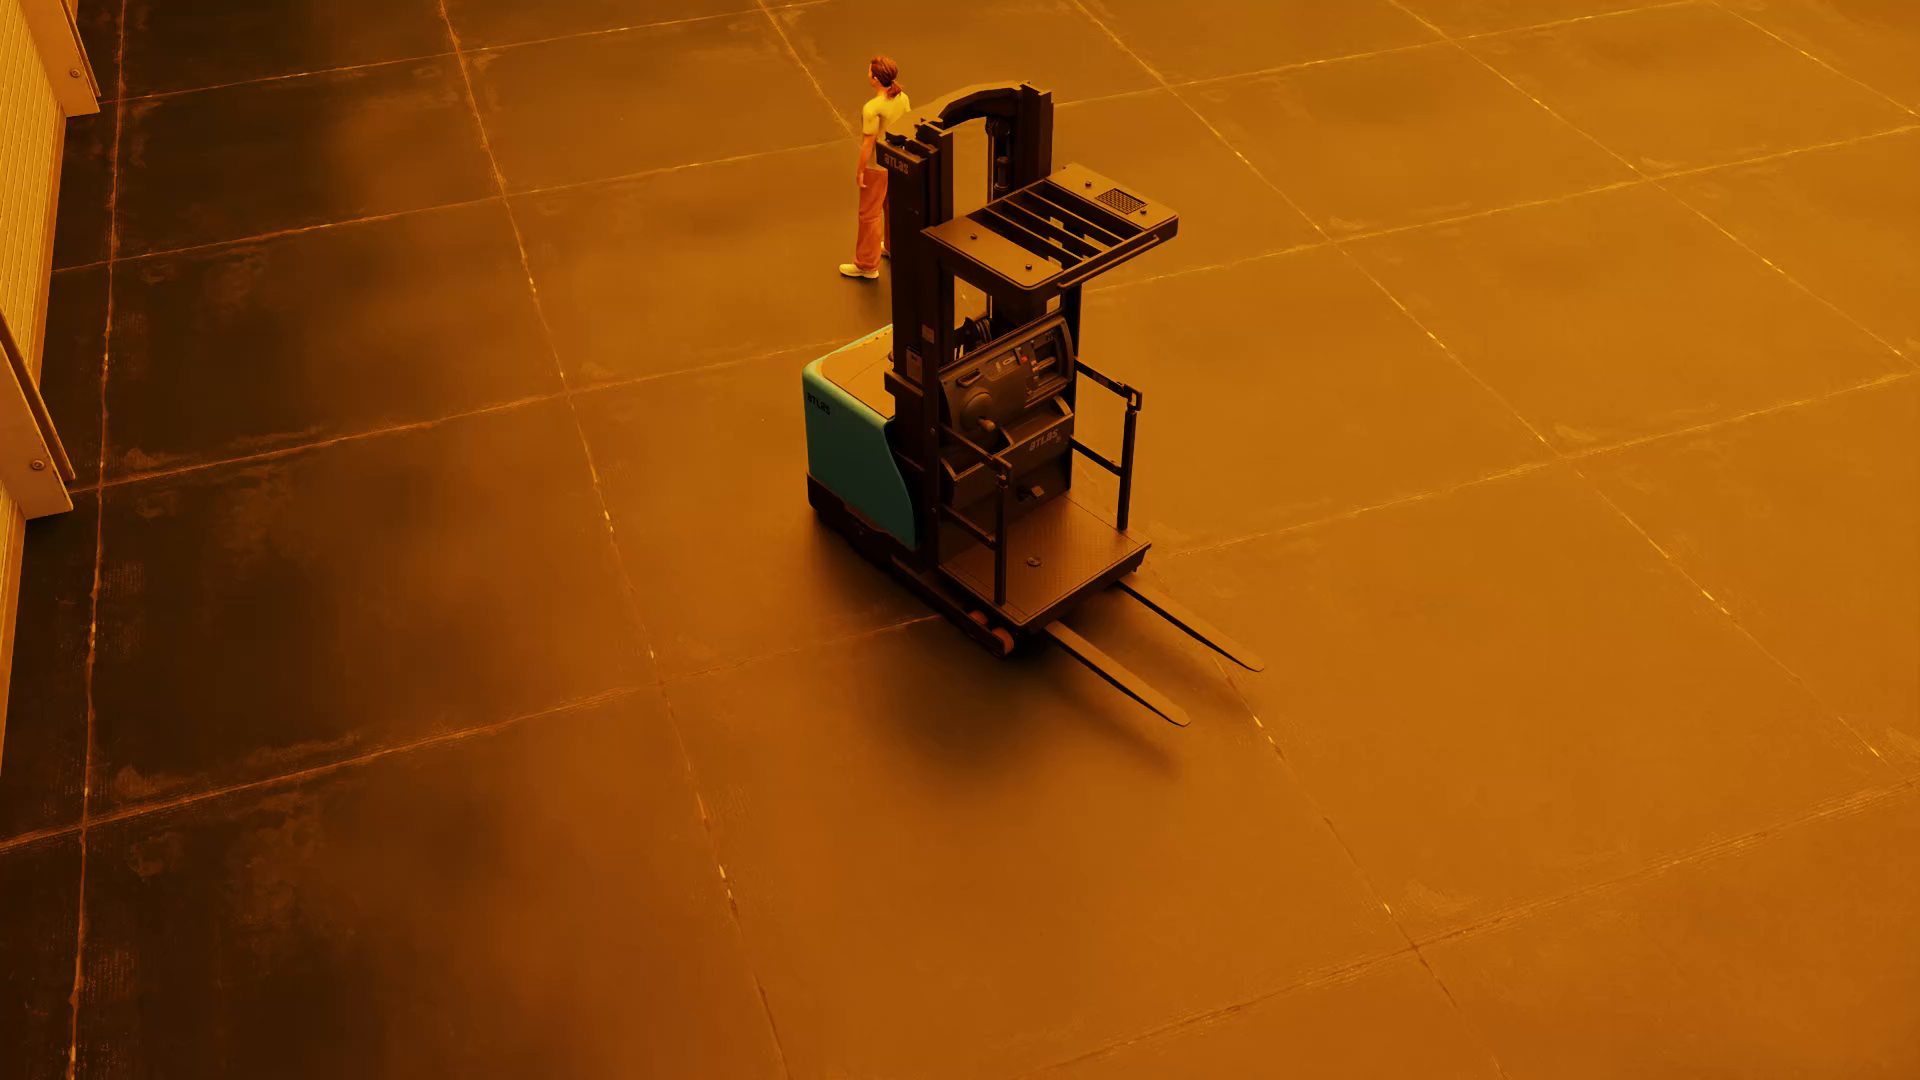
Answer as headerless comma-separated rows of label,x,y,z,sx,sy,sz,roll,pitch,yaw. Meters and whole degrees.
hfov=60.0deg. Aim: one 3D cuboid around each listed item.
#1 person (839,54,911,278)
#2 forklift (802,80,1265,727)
person,-0.600,-2.761,12.263,0.402,1.675,0.596,24,46,26
forklift,0.409,-0.833,8.988,1.130,2.935,3.031,-30,49,-31
